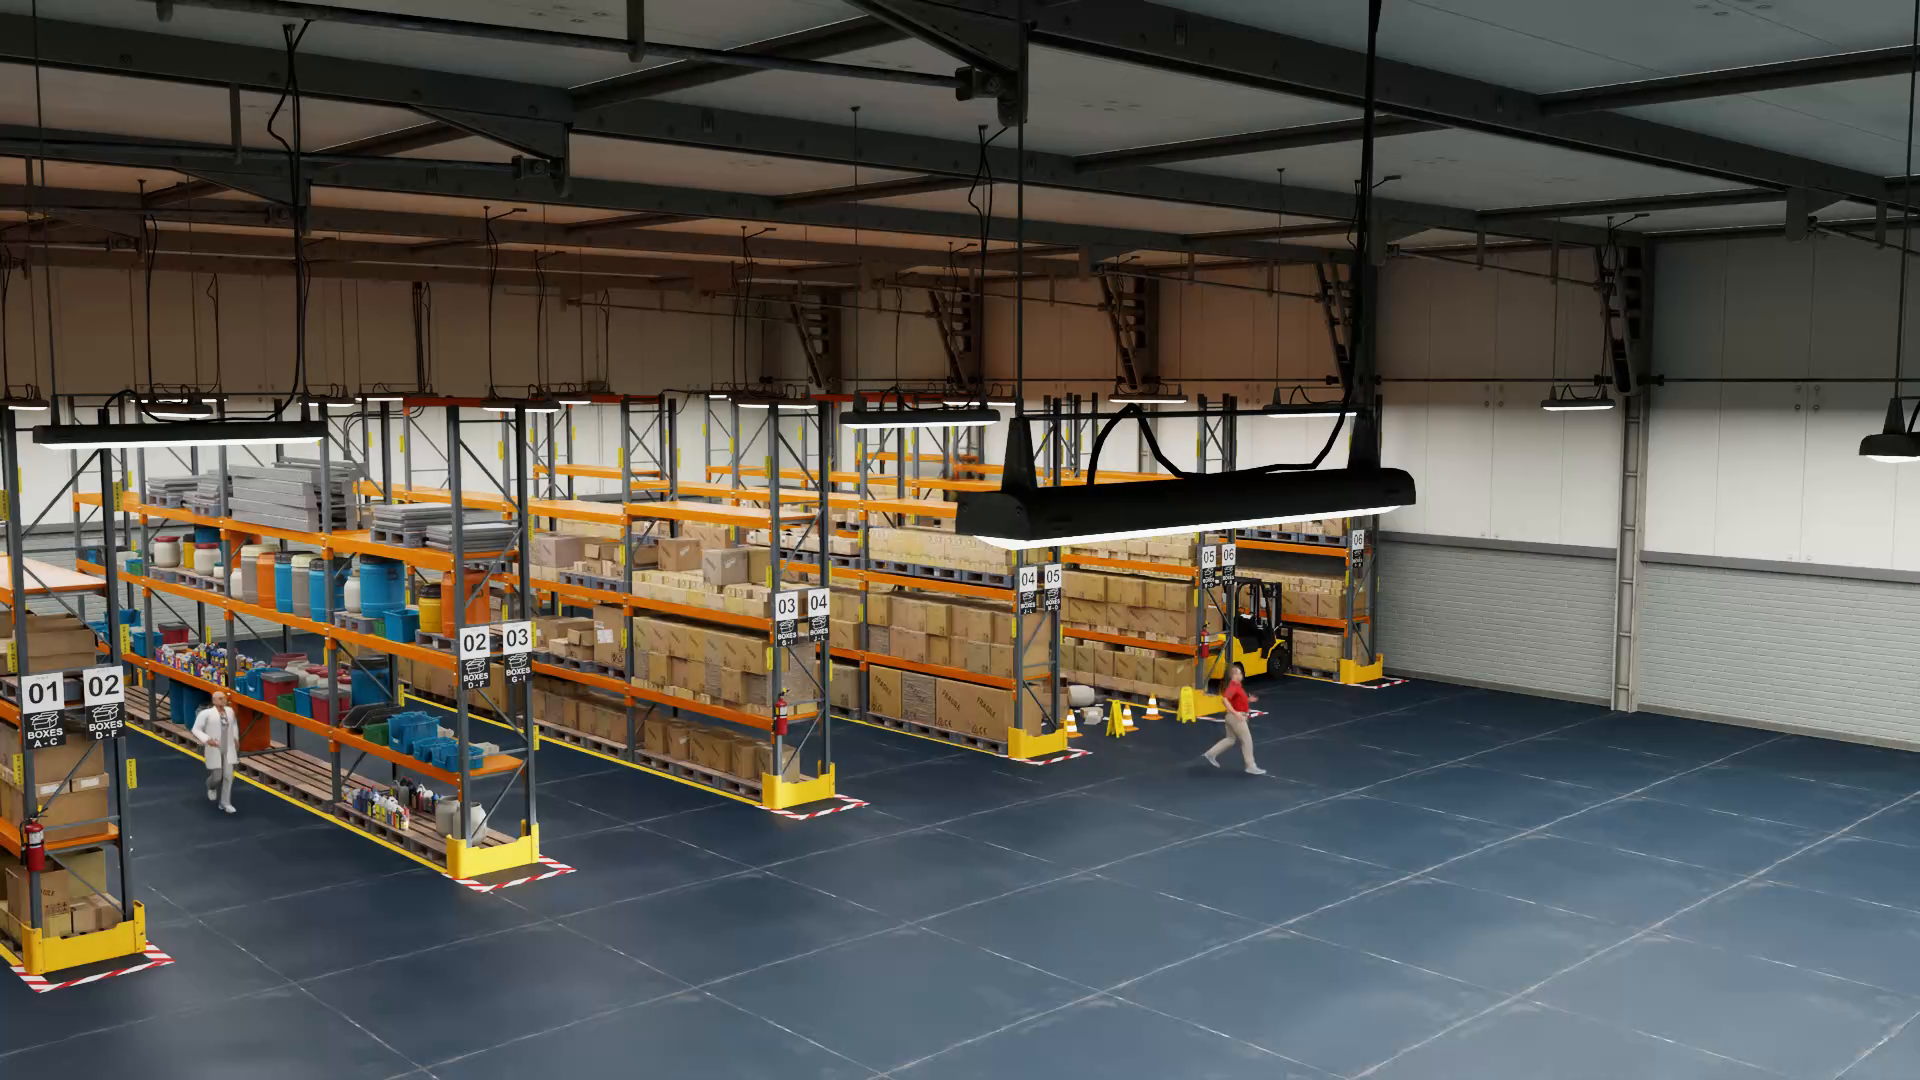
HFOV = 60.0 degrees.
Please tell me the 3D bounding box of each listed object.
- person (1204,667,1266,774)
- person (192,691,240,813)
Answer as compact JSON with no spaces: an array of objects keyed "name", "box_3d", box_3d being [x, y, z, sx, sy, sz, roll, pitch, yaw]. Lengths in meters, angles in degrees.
[{"name":"person","box_3d":[4.418,2.882,26.650,0.987,1.707,0.667,0,6,3]},{"name":"person","box_3d":[-10.925,3.103,24.489,0.787,1.766,0.705,5,7,41]}]
